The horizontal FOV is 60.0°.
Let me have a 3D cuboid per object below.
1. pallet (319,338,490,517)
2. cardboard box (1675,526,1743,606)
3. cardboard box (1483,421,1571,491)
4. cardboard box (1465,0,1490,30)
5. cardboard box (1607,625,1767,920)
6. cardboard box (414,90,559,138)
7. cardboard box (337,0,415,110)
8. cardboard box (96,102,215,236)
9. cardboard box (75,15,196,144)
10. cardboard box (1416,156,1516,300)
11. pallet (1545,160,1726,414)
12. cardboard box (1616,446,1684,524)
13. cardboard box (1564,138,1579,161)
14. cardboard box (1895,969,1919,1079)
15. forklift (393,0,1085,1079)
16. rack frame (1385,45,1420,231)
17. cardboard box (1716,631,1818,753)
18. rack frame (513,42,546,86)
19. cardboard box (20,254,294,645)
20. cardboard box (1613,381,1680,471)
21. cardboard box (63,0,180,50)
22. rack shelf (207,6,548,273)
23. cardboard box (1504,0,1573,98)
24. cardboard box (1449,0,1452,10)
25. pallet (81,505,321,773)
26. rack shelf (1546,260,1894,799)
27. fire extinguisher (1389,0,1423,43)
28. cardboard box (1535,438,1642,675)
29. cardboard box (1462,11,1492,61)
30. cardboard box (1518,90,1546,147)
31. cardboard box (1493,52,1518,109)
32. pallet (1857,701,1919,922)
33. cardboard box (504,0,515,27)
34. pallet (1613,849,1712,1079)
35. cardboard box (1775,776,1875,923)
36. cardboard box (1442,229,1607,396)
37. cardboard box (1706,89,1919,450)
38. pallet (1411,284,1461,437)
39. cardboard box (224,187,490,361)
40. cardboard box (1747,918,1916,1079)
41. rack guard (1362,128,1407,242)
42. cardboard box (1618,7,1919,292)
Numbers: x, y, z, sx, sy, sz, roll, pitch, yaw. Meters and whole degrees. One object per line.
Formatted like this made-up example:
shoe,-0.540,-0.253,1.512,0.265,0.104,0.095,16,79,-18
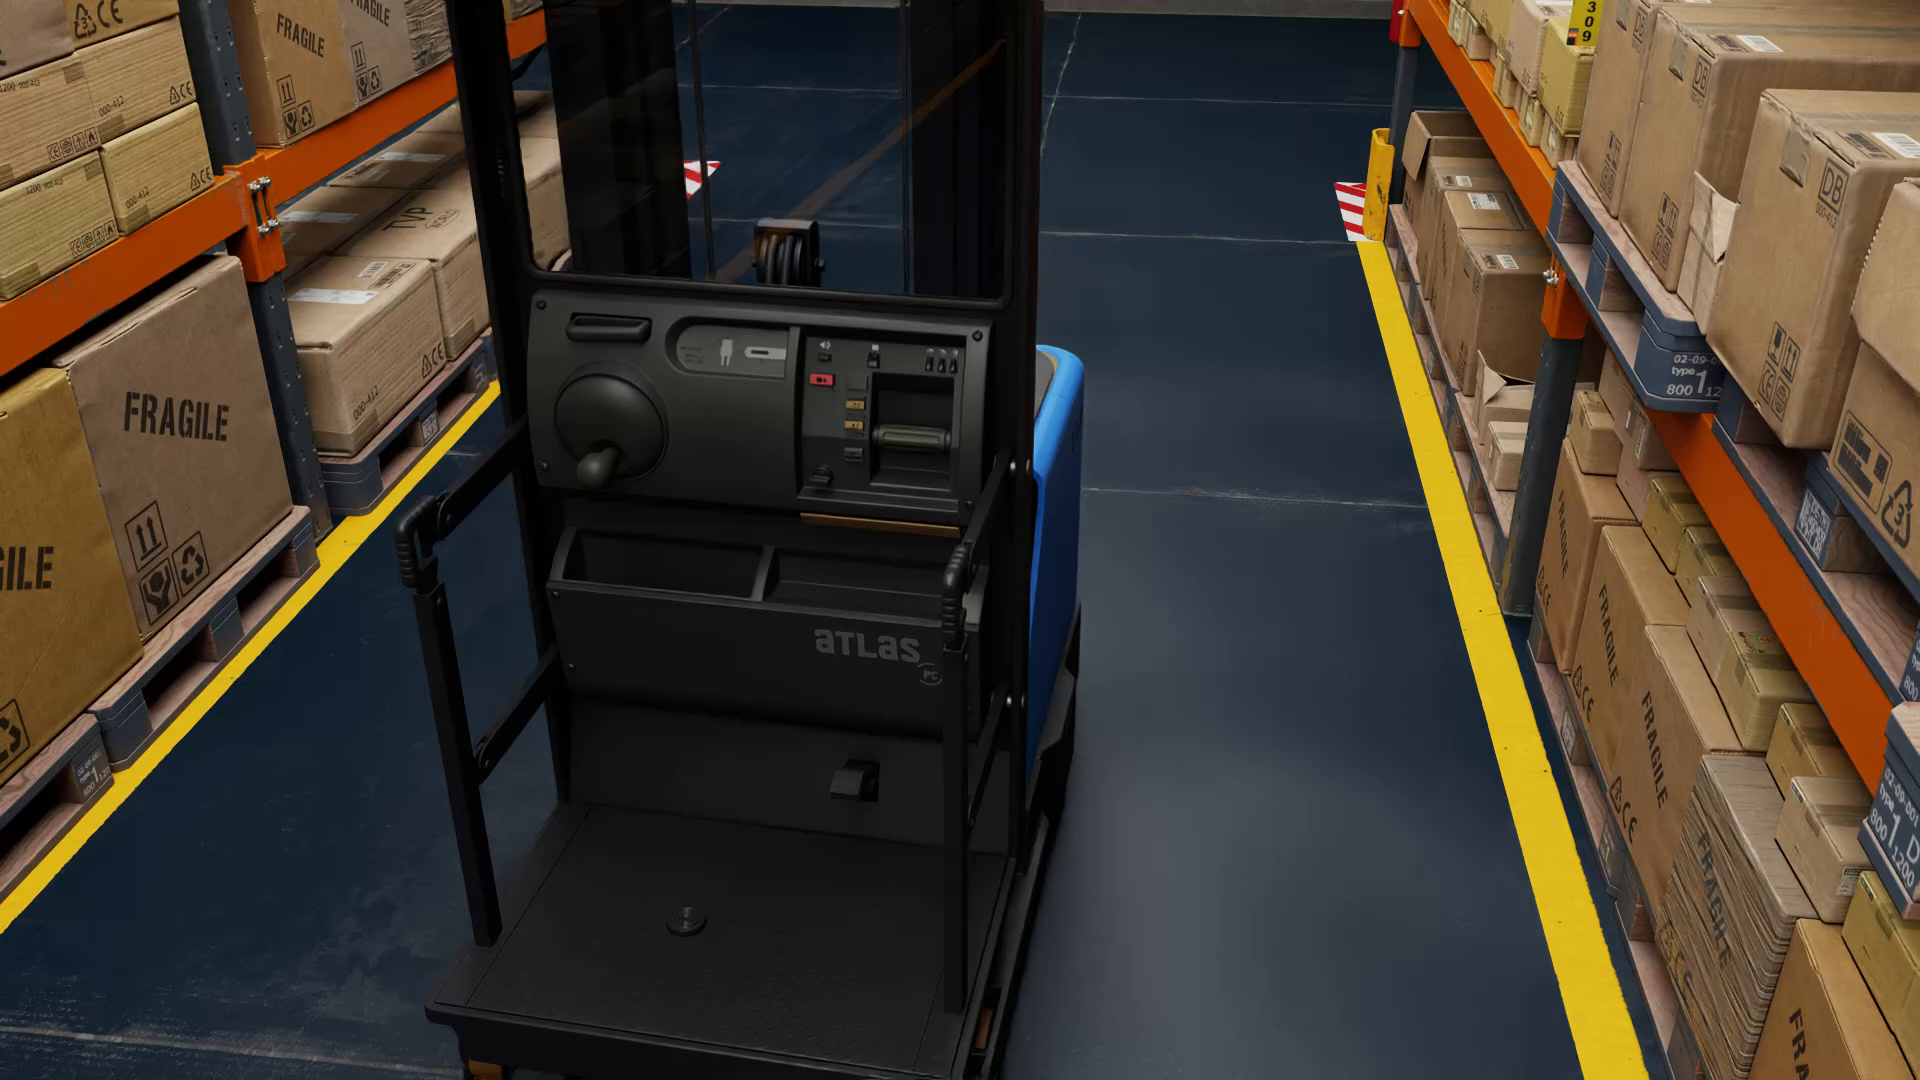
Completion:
pallet,-2.525,-0.485,6.427,1.003,0.211,1.213,3,28,6
cardboard box,1.926,0.097,3.916,0.380,0.149,0.250,3,28,5
cardboard box,2.008,-0.281,5.673,0.380,0.149,0.250,3,28,5
cardboard box,2.236,-2.104,6.338,0.500,0.250,0.500,3,28,5
cardboard box,1.828,0.544,3.771,0.500,0.500,0.500,3,28,5
cardboard box,-2.187,-1.982,8.526,0.875,0.438,0.875,2,28,4
cardboard box,-2.312,-1.845,5.907,0.500,0.500,0.500,4,29,7
cardboard box,-2.500,-1.067,4.726,0.500,0.250,0.500,3,28,5
cardboard box,-2.508,-1.291,4.616,0.500,0.250,0.500,3,28,6
cardboard box,2.409,-1.357,7.299,0.700,0.500,0.500,4,29,8
pallet,2.025,-0.618,3.937,1.003,0.211,1.213,3,28,6
cardboard box,1.966,-0.154,4.382,0.380,0.149,0.250,3,28,5
cardboard box,2.020,-1.127,4.943,0.380,0.149,0.250,4,29,7
cardboard box,1.706,0.820,2.574,0.380,0.149,0.250,4,29,8
forklift,-0.443,-0.224,3.076,1.130,2.935,3.031,5,29,10
rack frame,2.721,-2.955,8.073,1.000,3.000,0.127,3,28,6
cardboard box,1.825,0.329,3.485,0.380,0.149,0.250,4,29,8
rack frame,-2.205,-3.242,8.605,1.000,3.000,0.127,3,28,6
cardboard box,-2.692,-0.312,4.964,0.875,0.875,0.875,4,29,8
cardboard box,1.939,-0.295,4.330,0.380,0.149,0.250,2,28,4
cardboard box,-2.501,-1.618,4.432,0.500,0.500,0.500,4,29,8
rack shelf,-2.450,-1.984,7.028,1.077,0.370,4.000,3,28,6
cardboard box,2.098,-1.628,5.453,0.500,0.250,0.500,3,29,6
cardboard box,2.334,-2.342,7.200,0.380,0.149,0.250,4,29,8
pallet,-2.715,0.236,5.089,1.003,0.211,1.213,3,28,6
rack shelf,1.986,0.186,3.001,1.077,0.370,4.000,3,28,6
fire extinguisher,2.281,-2.853,8.358,0.296,0.674,0.183,3,28,6
cardboard box,1.949,0.058,4.673,0.500,0.500,0.500,5,29,8
cardboard box,2.190,-1.977,6.522,0.380,0.149,0.250,4,29,7
cardboard box,2.038,-1.374,5.403,0.380,0.149,0.250,4,29,8
cardboard box,2.100,-1.618,5.855,0.380,0.149,0.250,3,28,5
pallet,1.755,0.572,1.728,1.213,0.211,1.003,3,28,6
cardboard box,-2.182,-2.322,6.791,0.500,0.500,0.500,4,29,8
pallet,2.022,1.116,3.456,1.003,0.211,1.213,3,28,6
cardboard box,1.741,0.571,3.037,0.380,0.149,0.250,2,28,4
cardboard box,2.282,-0.868,6.392,0.700,0.500,0.500,2,28,4
cardboard box,1.790,-0.473,2.918,0.700,0.500,0.500,3,28,6
pallet,2.463,-0.744,6.908,1.003,0.211,1.213,3,28,6
cardboard box,-2.403,-1.127,6.937,0.875,0.438,0.875,3,28,5
cardboard box,1.713,1.033,2.863,0.500,0.500,0.500,5,29,8
rack guard,2.712,-1.819,8.599,1.175,0.500,0.348,3,28,6
cardboard box,1.887,-0.843,3.603,0.700,0.500,0.500,4,29,7
